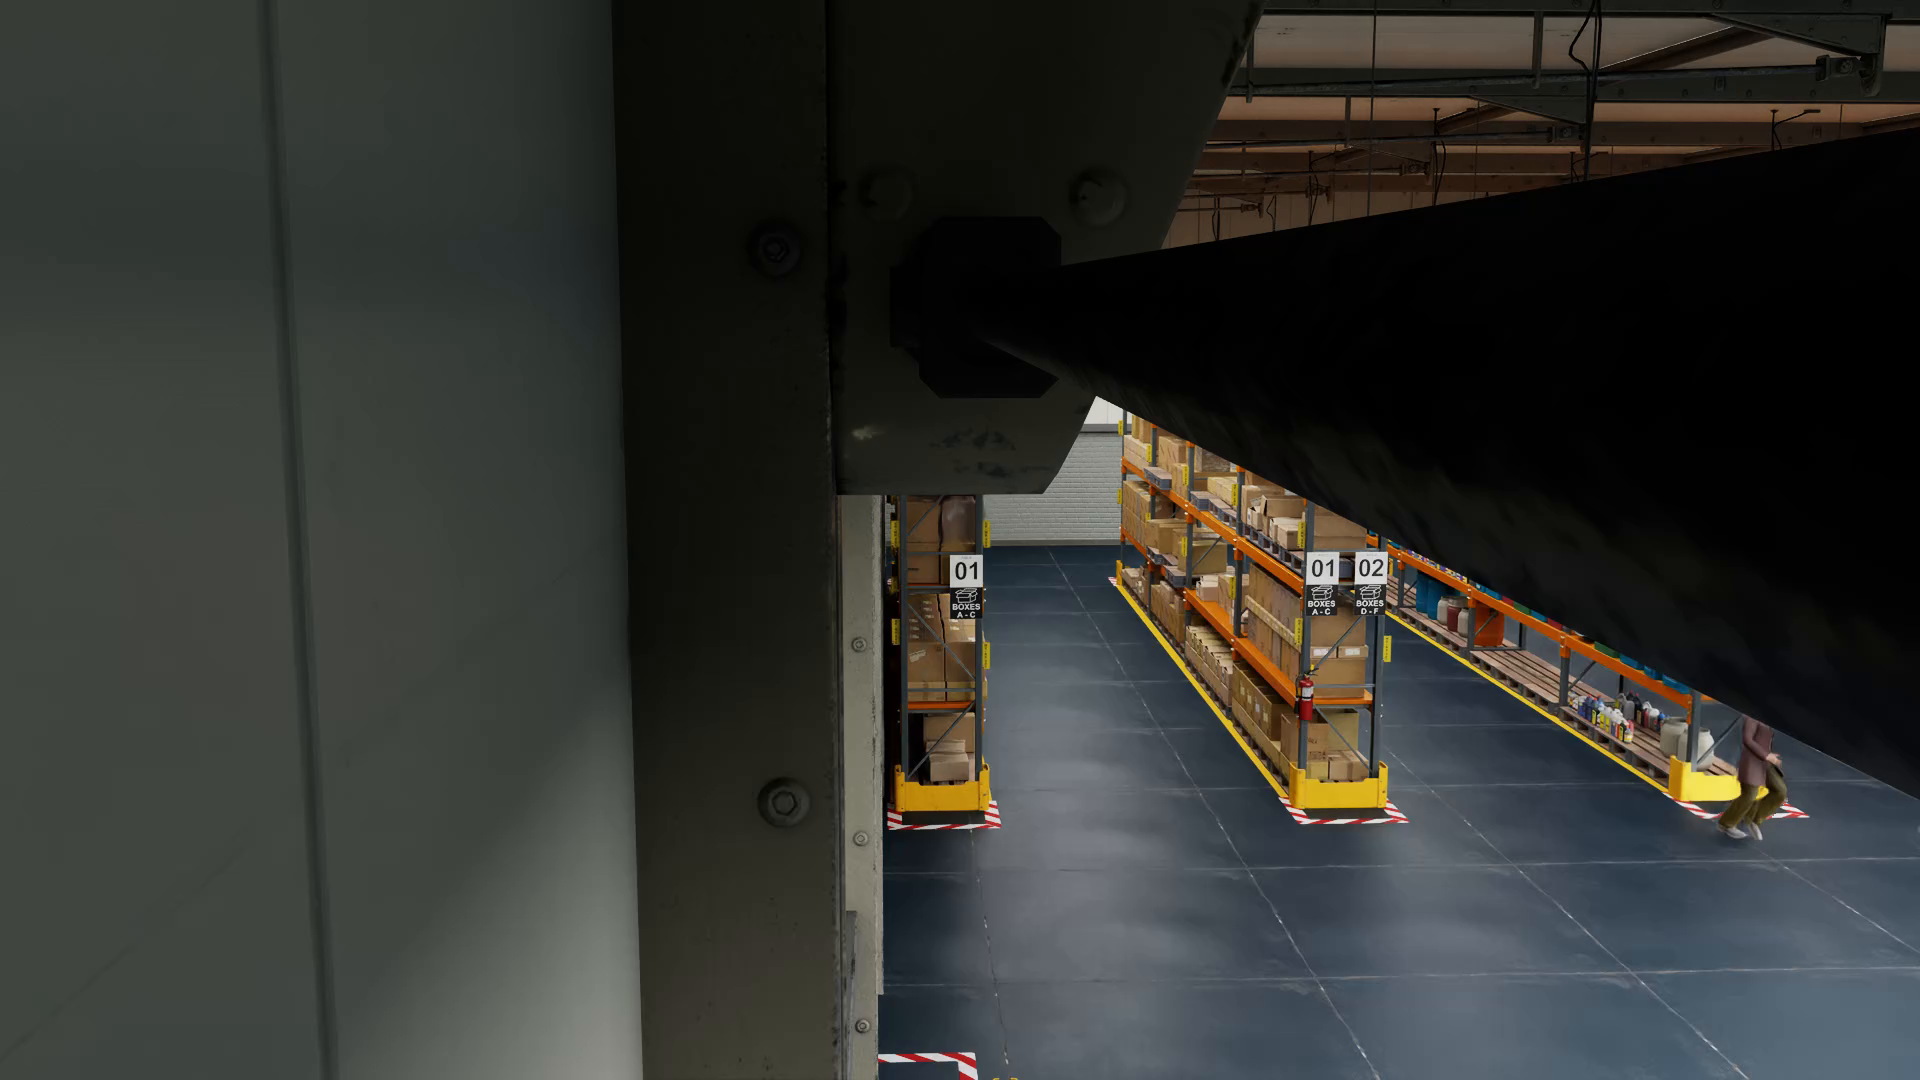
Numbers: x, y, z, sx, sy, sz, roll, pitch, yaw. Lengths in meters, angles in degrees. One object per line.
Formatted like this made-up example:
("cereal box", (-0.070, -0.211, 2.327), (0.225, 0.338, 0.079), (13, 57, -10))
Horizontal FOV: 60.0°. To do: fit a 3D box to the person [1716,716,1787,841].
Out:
("person", (9.336, 2.624, 19.476), (0.673, 1.755, 0.774), (8, 12, 43))
